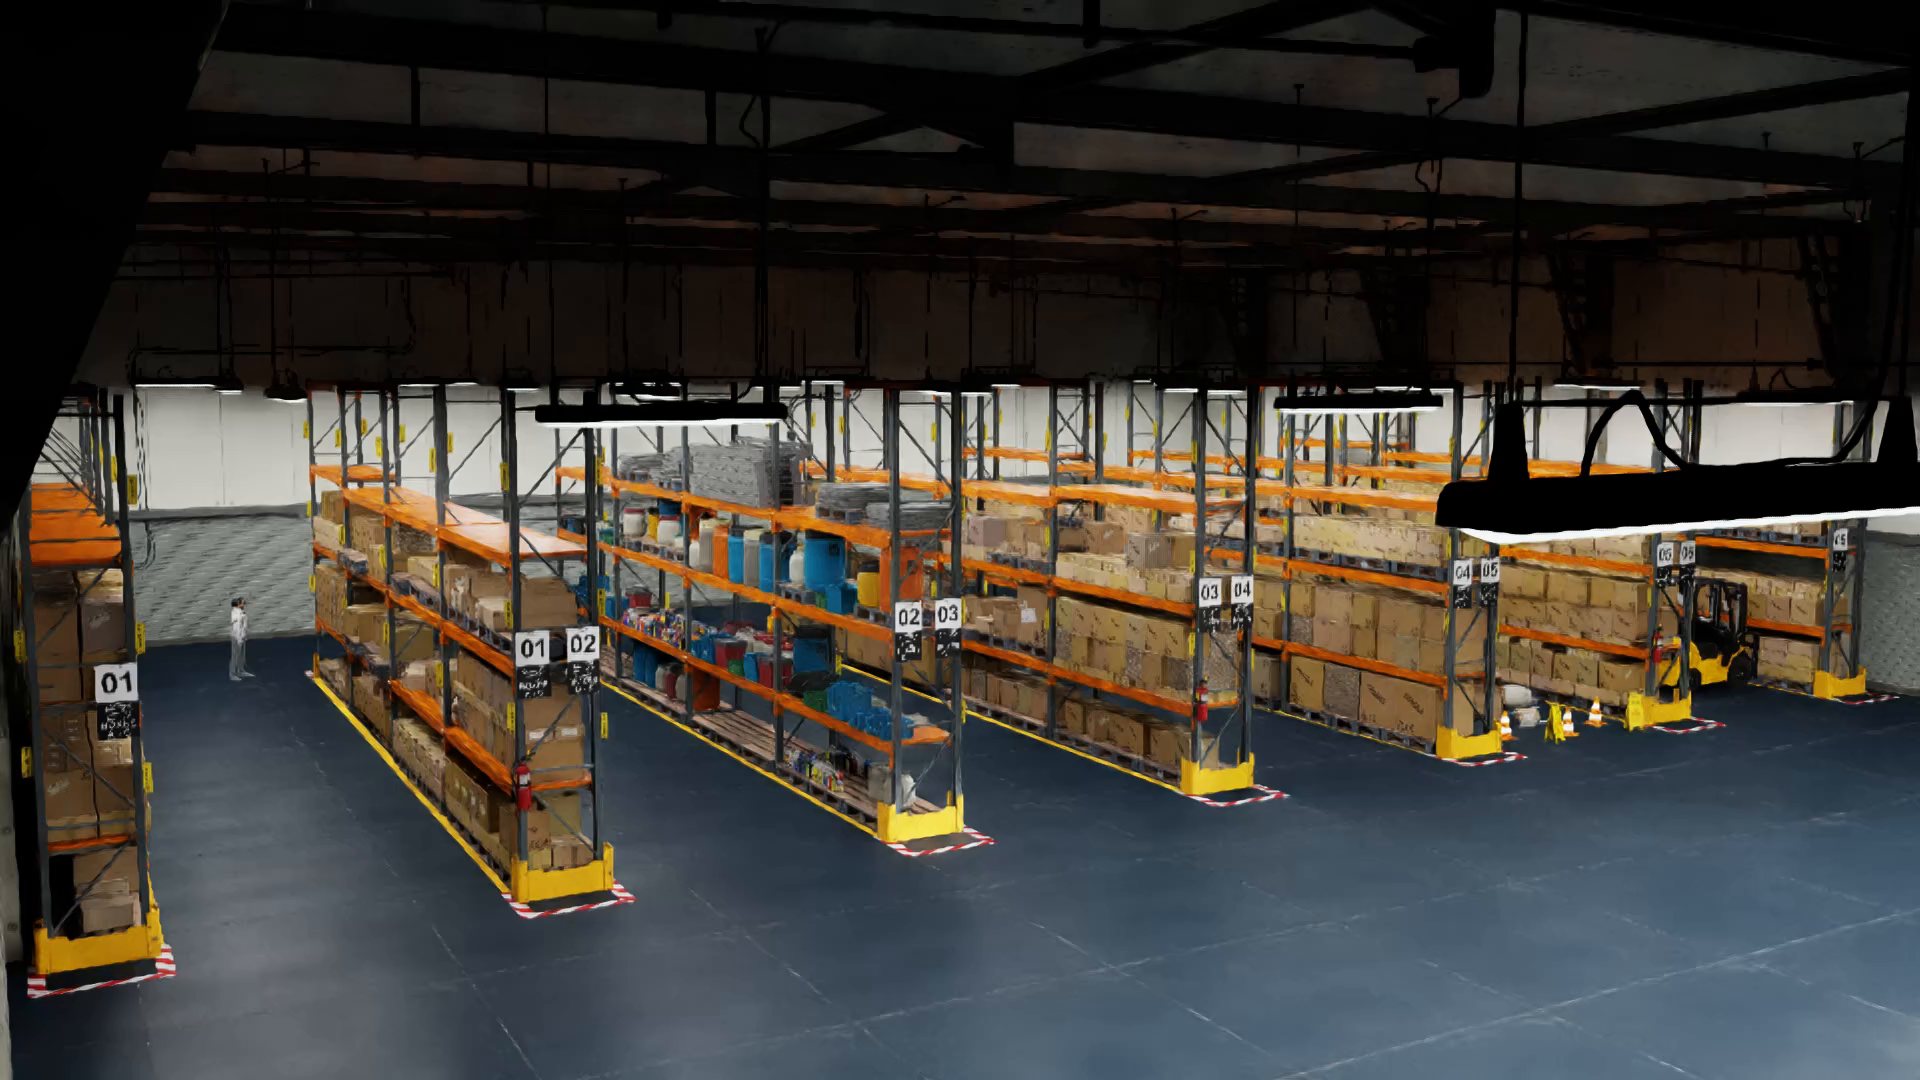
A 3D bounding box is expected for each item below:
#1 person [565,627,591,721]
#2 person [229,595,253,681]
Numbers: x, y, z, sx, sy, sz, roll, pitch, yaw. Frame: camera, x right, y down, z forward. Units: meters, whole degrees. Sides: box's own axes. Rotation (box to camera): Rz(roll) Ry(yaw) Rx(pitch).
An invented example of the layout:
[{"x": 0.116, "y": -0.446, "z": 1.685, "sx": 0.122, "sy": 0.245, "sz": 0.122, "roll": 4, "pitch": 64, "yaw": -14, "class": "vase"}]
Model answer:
[{"x": -6.719, "y": 2.339, "z": 29.503, "sx": 0.598, "sy": 1.686, "sz": 1.194, "roll": -3, "pitch": 7, "yaw": -27, "class": "person"}, {"x": -14.442, "y": 1.948, "z": 33.297, "sx": 0.384, "sy": 1.678, "sz": 0.558, "roll": -1, "pitch": 6, "yaw": -12, "class": "person"}]
